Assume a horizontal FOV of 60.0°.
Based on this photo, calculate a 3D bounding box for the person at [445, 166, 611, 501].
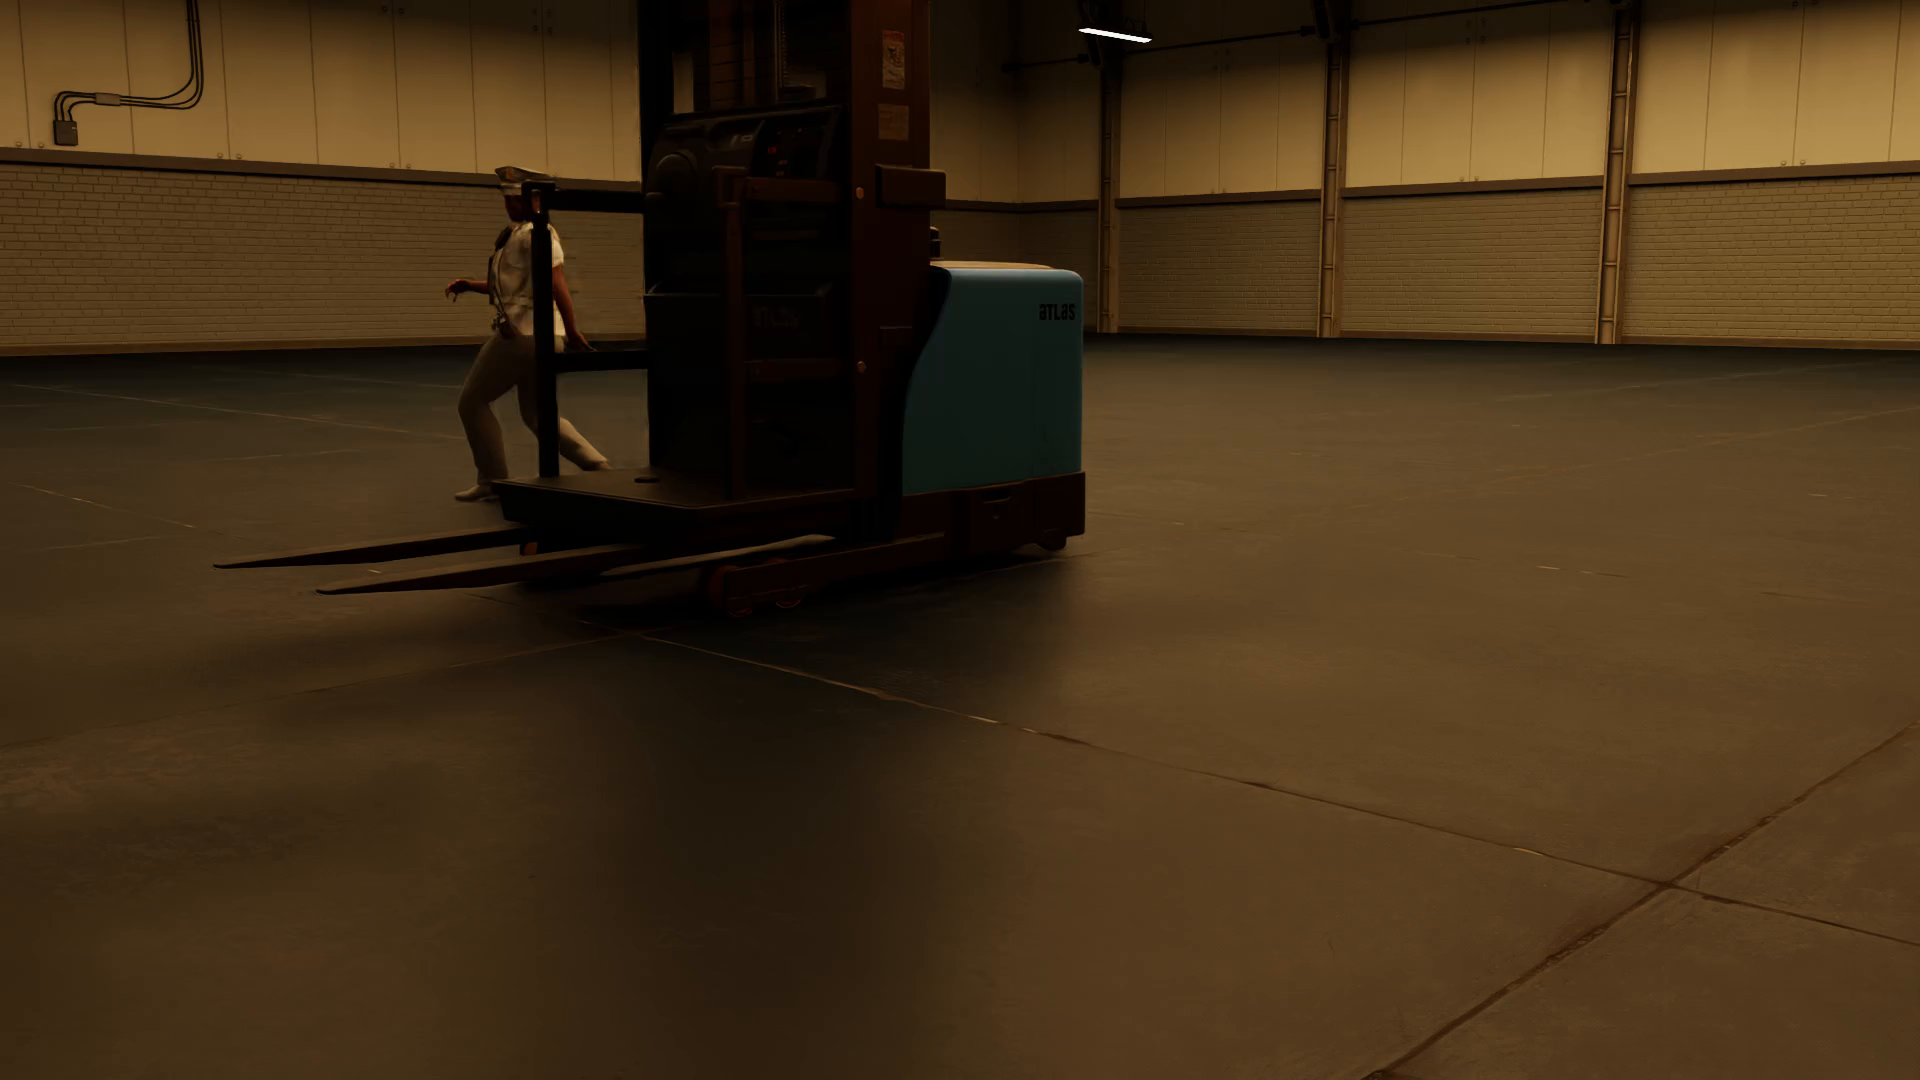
[{"bbox_3d":[-2.041,-0.948,7.837,0.821,1.583,0.493,1,9,10],"label":"person"}]

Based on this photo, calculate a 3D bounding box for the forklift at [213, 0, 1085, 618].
[{"bbox_3d":[-0.879,-1.293,5.464,1.130,2.935,3.031,8,11,42],"label":"forklift"}]
